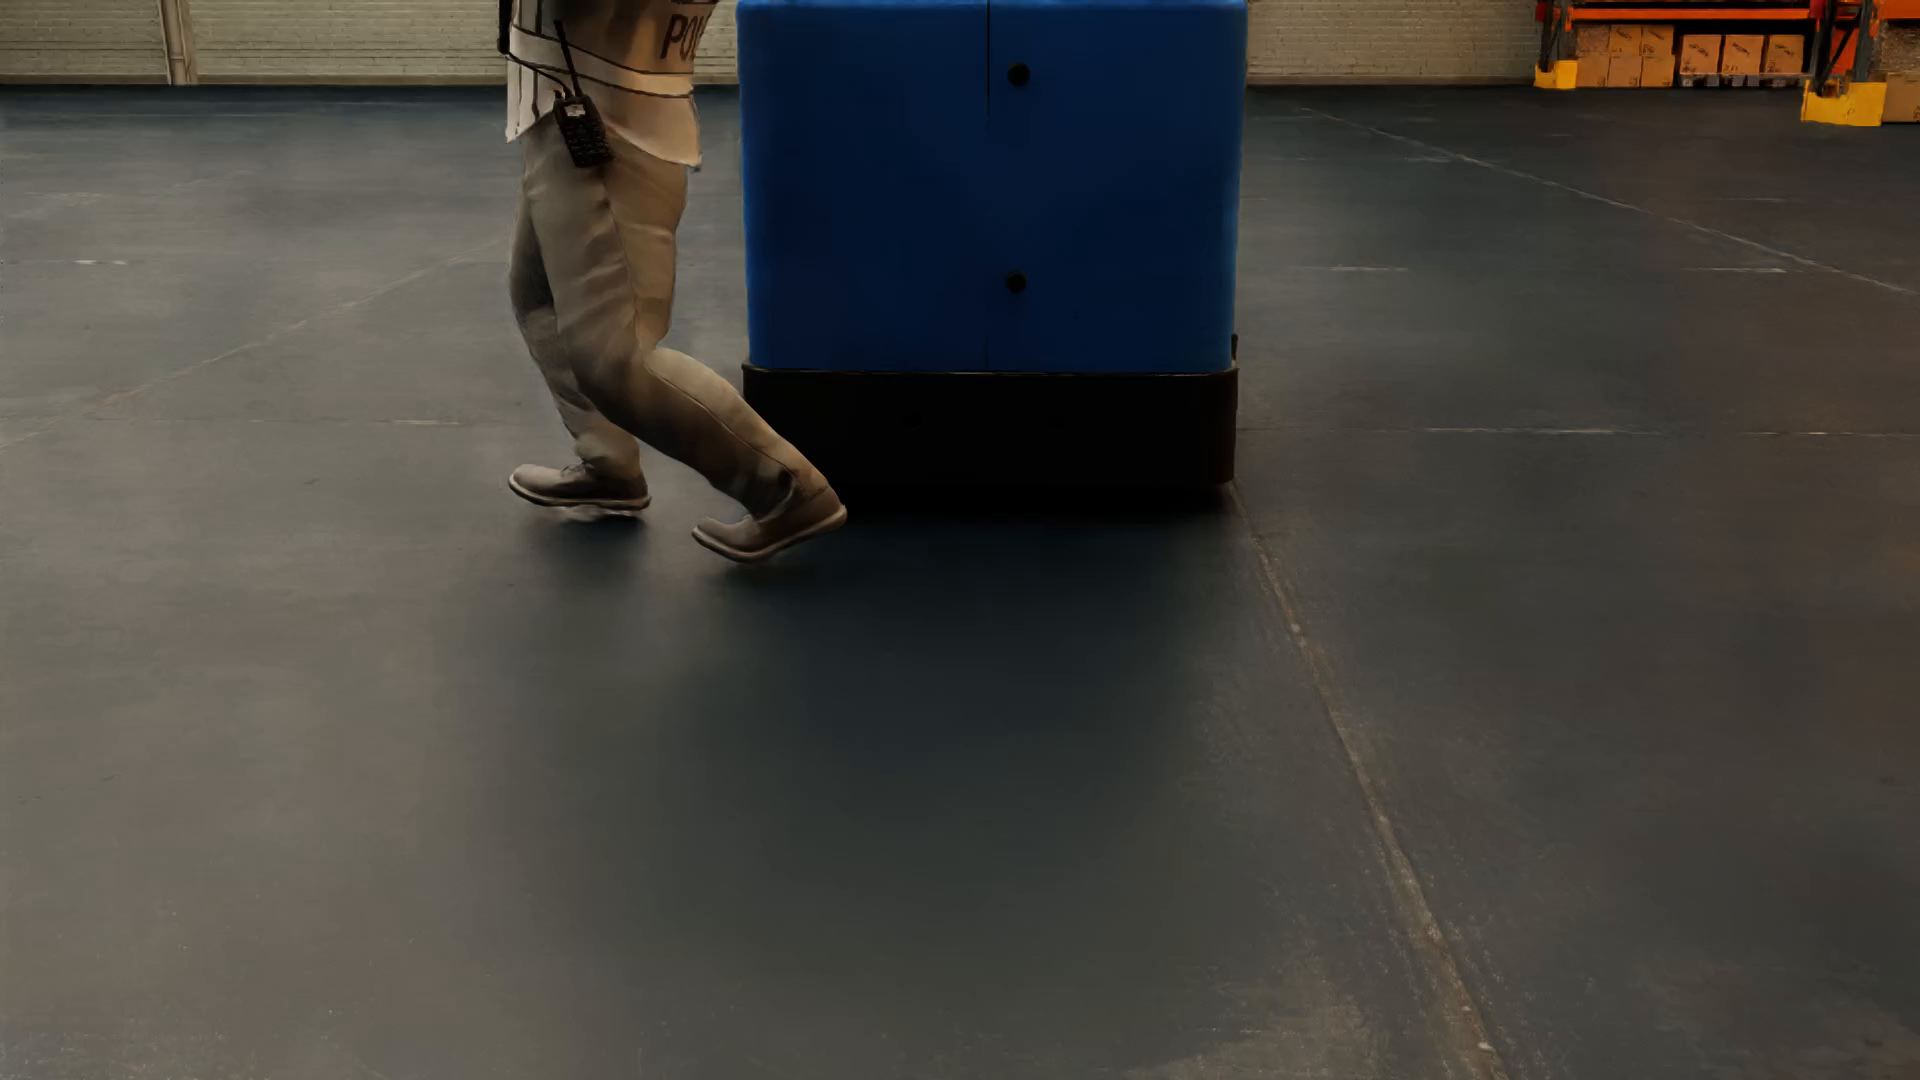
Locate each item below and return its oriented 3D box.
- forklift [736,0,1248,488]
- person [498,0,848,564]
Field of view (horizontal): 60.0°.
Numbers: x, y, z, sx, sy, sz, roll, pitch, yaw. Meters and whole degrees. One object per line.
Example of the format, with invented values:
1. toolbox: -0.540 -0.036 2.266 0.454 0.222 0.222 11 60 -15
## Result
1. forklift: 0.137 -1.894 4.528 1.130 2.935 3.031 1 17 3
2. person: -0.658 -0.746 3.205 0.805 1.475 0.819 -3 17 -8
